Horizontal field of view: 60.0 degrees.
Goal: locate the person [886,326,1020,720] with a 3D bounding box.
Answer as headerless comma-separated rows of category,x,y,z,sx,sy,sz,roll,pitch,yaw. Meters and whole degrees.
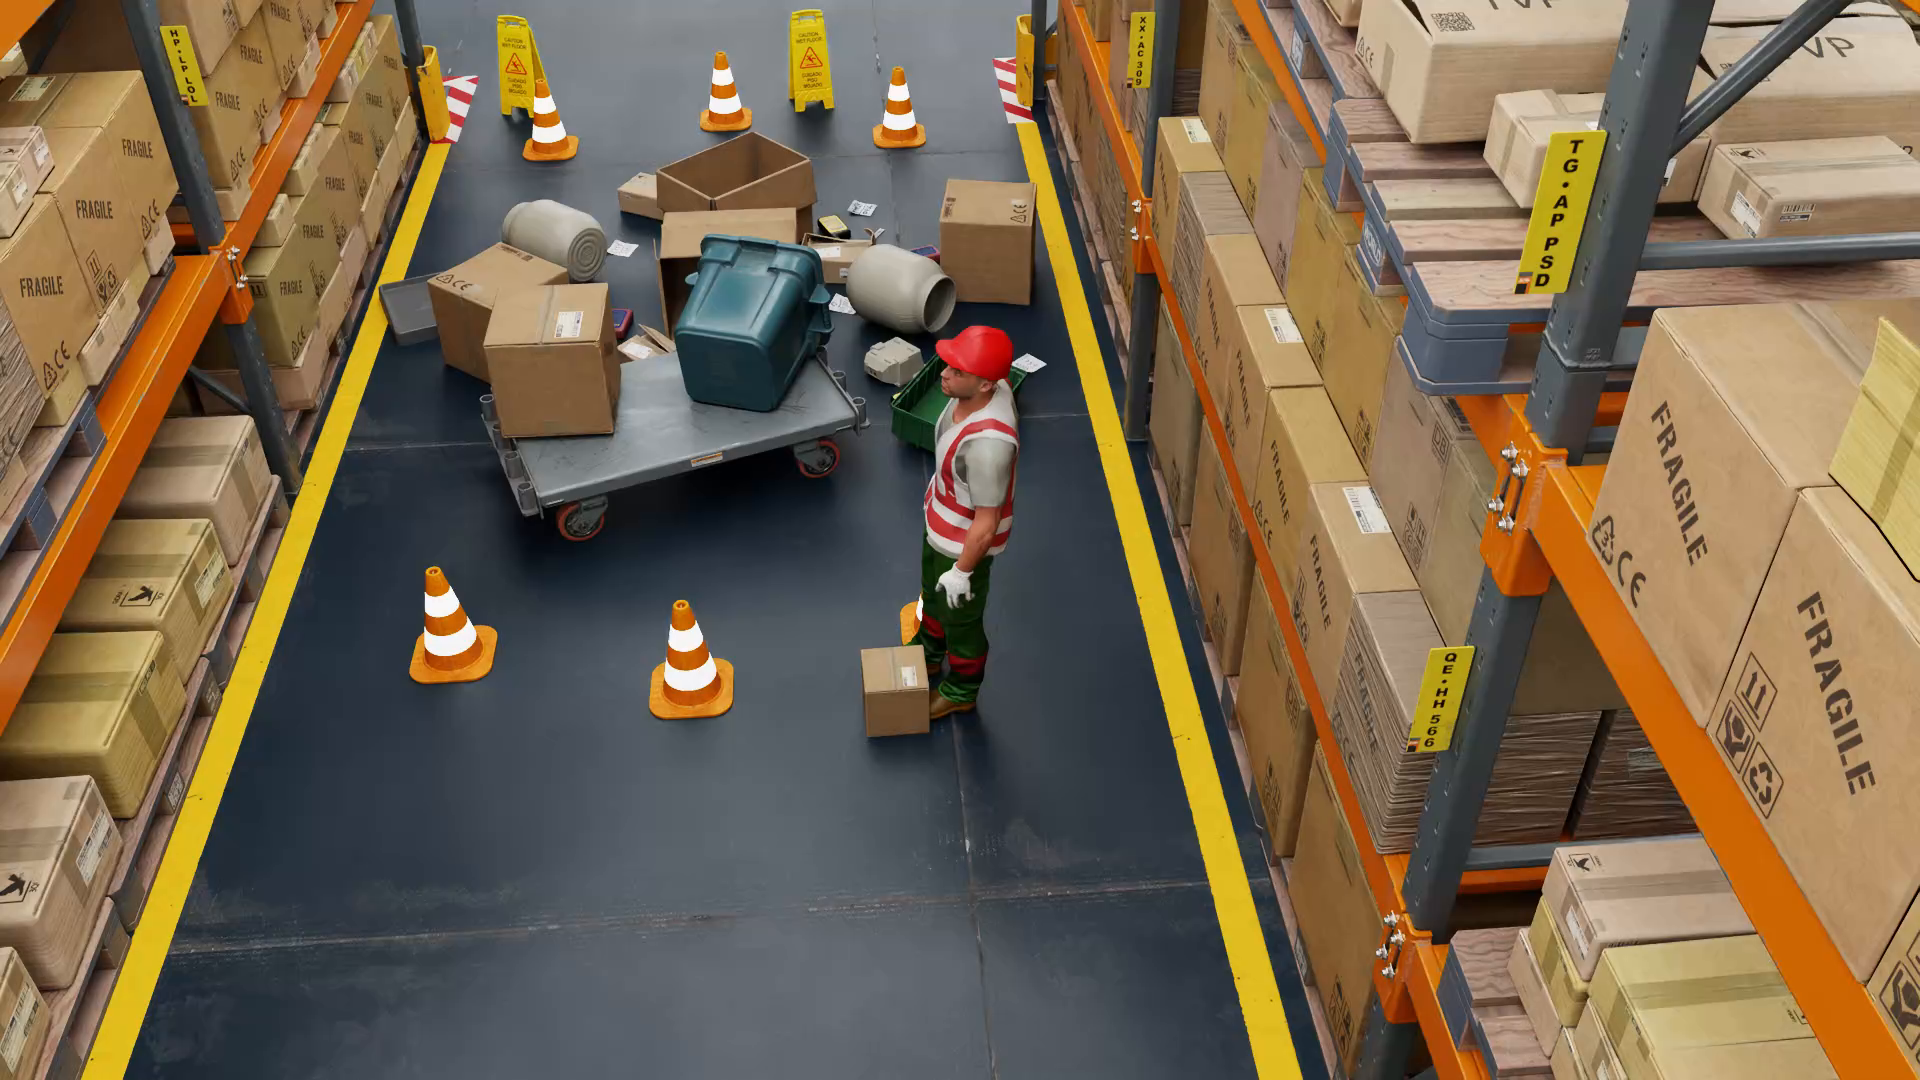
person,-0.070,-0.037,6.167,0.562,1.789,0.638,-3,39,-4
